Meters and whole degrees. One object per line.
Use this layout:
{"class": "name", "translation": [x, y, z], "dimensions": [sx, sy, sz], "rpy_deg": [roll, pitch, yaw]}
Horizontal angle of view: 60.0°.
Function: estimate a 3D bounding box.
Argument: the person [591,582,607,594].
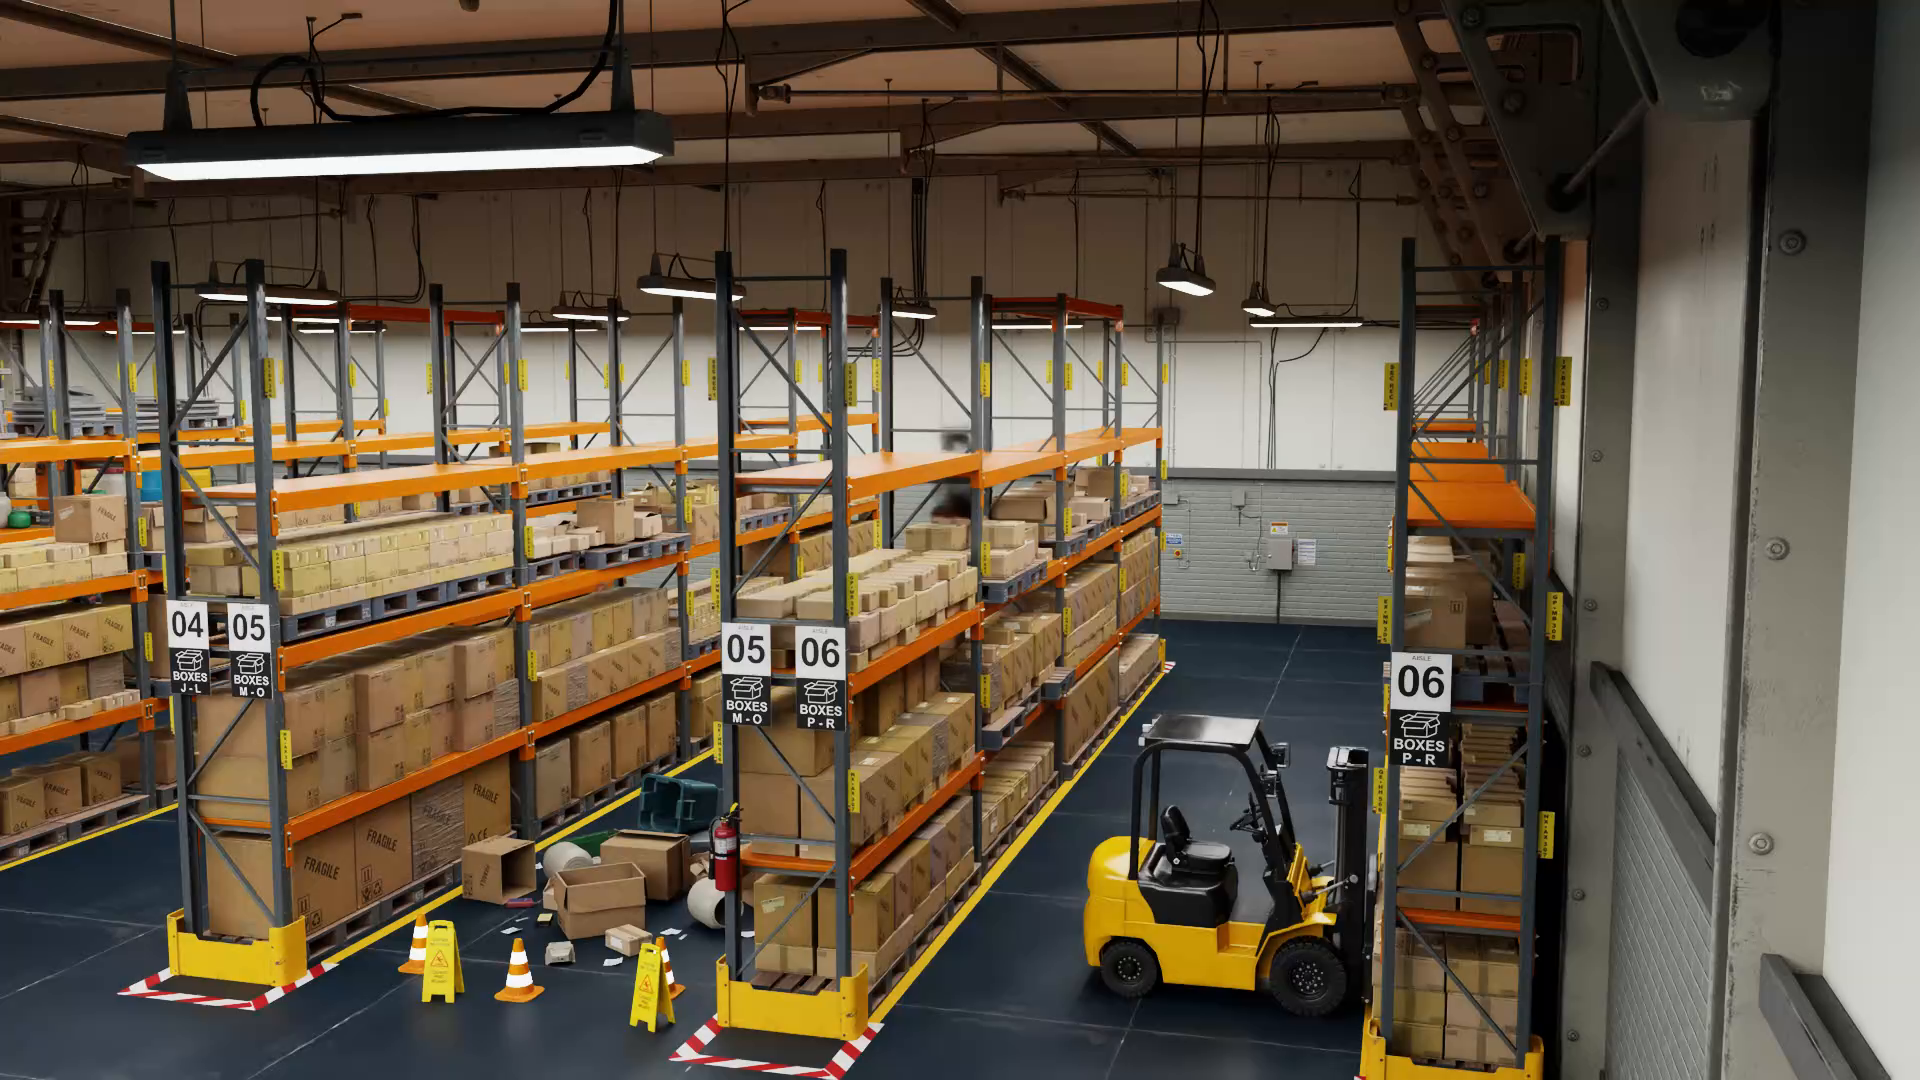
{"class": "person", "translation": [-5.803, 1.460, 26.902], "dimensions": [0.648, 1.746, 0.568], "rpy_deg": [0, 6, 3]}
